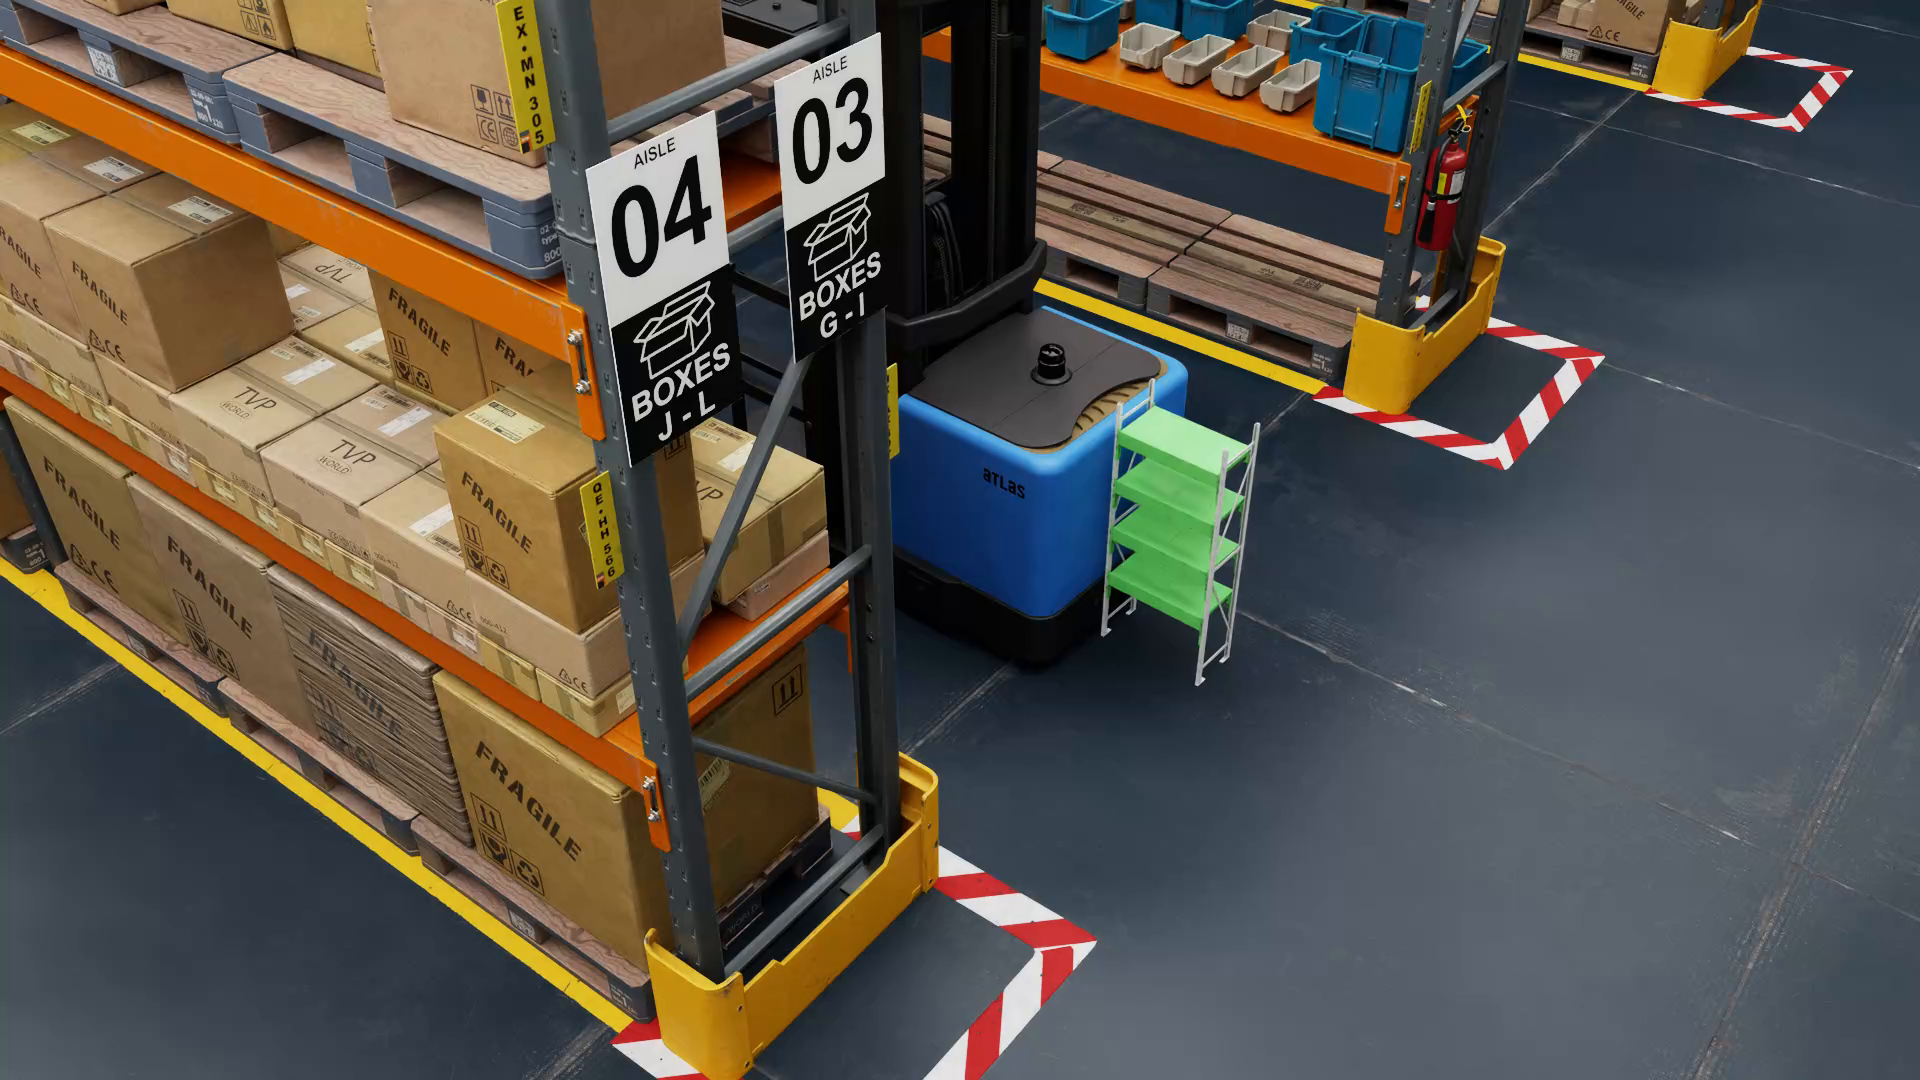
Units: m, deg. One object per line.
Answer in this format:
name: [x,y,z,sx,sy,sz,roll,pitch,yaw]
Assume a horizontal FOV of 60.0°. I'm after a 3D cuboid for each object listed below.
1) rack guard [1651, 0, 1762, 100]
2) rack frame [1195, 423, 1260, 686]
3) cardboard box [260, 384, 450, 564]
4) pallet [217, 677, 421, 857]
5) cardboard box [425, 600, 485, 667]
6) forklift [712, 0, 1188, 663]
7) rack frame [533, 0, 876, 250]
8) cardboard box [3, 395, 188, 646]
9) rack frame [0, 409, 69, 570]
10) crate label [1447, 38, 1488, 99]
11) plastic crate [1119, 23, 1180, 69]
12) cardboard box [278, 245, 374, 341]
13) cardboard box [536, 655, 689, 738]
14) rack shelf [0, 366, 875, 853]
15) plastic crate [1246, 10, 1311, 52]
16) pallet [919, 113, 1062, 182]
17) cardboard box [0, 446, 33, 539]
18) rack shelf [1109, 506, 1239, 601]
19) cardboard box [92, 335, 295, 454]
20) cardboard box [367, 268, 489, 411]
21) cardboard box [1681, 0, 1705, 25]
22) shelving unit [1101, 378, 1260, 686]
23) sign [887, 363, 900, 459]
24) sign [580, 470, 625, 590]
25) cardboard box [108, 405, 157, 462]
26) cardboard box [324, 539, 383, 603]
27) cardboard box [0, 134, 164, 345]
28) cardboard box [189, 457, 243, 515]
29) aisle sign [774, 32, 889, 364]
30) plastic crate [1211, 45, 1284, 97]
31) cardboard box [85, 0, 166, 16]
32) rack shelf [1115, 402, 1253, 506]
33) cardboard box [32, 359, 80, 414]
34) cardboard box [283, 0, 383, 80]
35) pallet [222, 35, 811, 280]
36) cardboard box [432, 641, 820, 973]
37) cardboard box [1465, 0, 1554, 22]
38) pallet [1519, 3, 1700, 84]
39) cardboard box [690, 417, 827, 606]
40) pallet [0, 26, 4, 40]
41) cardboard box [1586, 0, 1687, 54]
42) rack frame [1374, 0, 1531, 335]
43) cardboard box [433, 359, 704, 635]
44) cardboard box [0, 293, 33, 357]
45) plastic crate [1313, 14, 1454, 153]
rack guard: [5.399,-3.628,11.979,0.348,0.500,1.175,25,45,29]
rack frame: [1.068,0.082,6.672,0.015,1.200,0.240,27,46,30]
cardboard box: [-1.915,-0.225,5.485,0.500,0.250,0.500,24,44,27]
pallet: [-2.209,0.645,6.755,1.213,0.211,1.003,25,45,29]
cardboard box: [-1.452,0.200,5.265,0.250,0.149,0.380,25,45,29]
forklift: [-0.482,-1.403,7.164,3.031,2.935,1.130,27,46,30]
rack frame: [-0.562,-2.097,3.129,0.127,3.000,1.000,25,45,29]
cardboard box: [-3.263,-0.275,7.051,0.875,0.875,0.875,25,45,29]
rack frame: [-3.739,-1.233,6.891,0.127,3.000,1.000,25,45,29]
crate label: [2.451,-2.371,8.433,0.303,0.233,0.416,25,45,29]
plastic crate: [0.986,-2.606,8.811,0.250,0.136,0.298,25,45,29]
cardboard box: [-2.411,-0.870,6.309,0.500,0.250,0.500,26,45,29]
cardboard box: [-1.045,0.392,5.020,0.250,0.149,0.380,26,45,29]
rack shelf: [-2.150,-0.201,6.157,4.000,0.370,1.077,25,45,29]
plastic crate: [1.708,-2.748,8.992,0.298,0.136,0.250,25,45,29]
pallet: [-0.122,-2.304,10.521,1.213,0.211,1.003,25,45,29]
cardboard box: [-4.260,-0.792,7.711,0.875,0.875,1.225,25,45,29]
rack shelf: [0.882,0.035,6.835,0.480,0.148,0.258,27,46,30]
cardboard box: [-2.718,-0.607,5.972,0.500,0.250,0.500,26,45,30]
cardboard box: [-1.591,-0.778,5.583,0.500,0.500,0.500,24,44,27]
cardboard box: [5.336,-3.960,12.330,0.250,0.149,0.380,25,45,29]
shelving unit: [0.882,-0.015,6.796,0.503,1.200,0.258,27,46,30]
sign: [-0.220,-0.376,5.031,0.005,0.325,0.100,25,45,29]
sign: [-0.903,-0.023,4.215,0.005,0.325,0.100,25,45,29]
cardboard box: [-2.875,-0.470,6.121,0.250,0.149,0.380,25,44,28]
cardboard box: [-1.857,0.010,5.508,0.250,0.149,0.380,24,44,28]
cardboard box: [-3.127,-1.093,5.985,0.500,0.500,0.500,25,45,29]
cardboard box: [-2.467,-0.277,5.875,0.250,0.149,0.380,24,44,27]
aisle sign: [-0.322,-0.878,4.330,0.004,0.787,0.394,25,45,29]
plastic crate: [1.468,-2.412,8.563,0.243,0.136,0.396,25,45,29]
cardboard box: [-2.328,-1.925,4.840,0.500,0.500,0.700,27,46,30]
rack shelf: [0.882,-0.343,6.540,0.480,0.148,0.258,27,46,30]
cardboard box: [-3.288,-0.664,6.368,0.250,0.149,0.380,27,45,30]
cardboard box: [-1.381,-1.598,4.422,0.500,0.500,0.700,24,44,27]
pallet: [-1.157,-1.154,4.429,1.213,0.211,1.003,25,45,29]
cardboard box: [-1.119,0.736,5.760,0.875,0.875,0.875,25,45,29]
cardboard box: [4.142,-4.128,12.463,0.500,0.250,0.500,25,45,29]
pallet: [4.765,-3.813,12.449,1.213,0.211,1.003,25,45,29]
cardboard box: [-0.779,-0.105,5.331,0.500,0.250,0.500,24,44,27]
pallet: [-3.096,-2.067,5.596,1.213,0.211,1.003,25,45,29]
cardboard box: [4.878,-3.856,11.913,0.500,0.500,0.500,25,45,29]
rack frame: [2.447,-2.160,8.076,0.127,3.000,1.000,25,45,29]
cardboard box: [-1.108,-0.142,4.770,0.500,0.500,0.500,26,45,29]
cardboard box: [-3.525,-0.987,6.457,0.500,0.250,0.500,24,44,28]
plastic crate: [2.068,-2.232,8.090,0.499,0.435,0.616,25,45,29]
